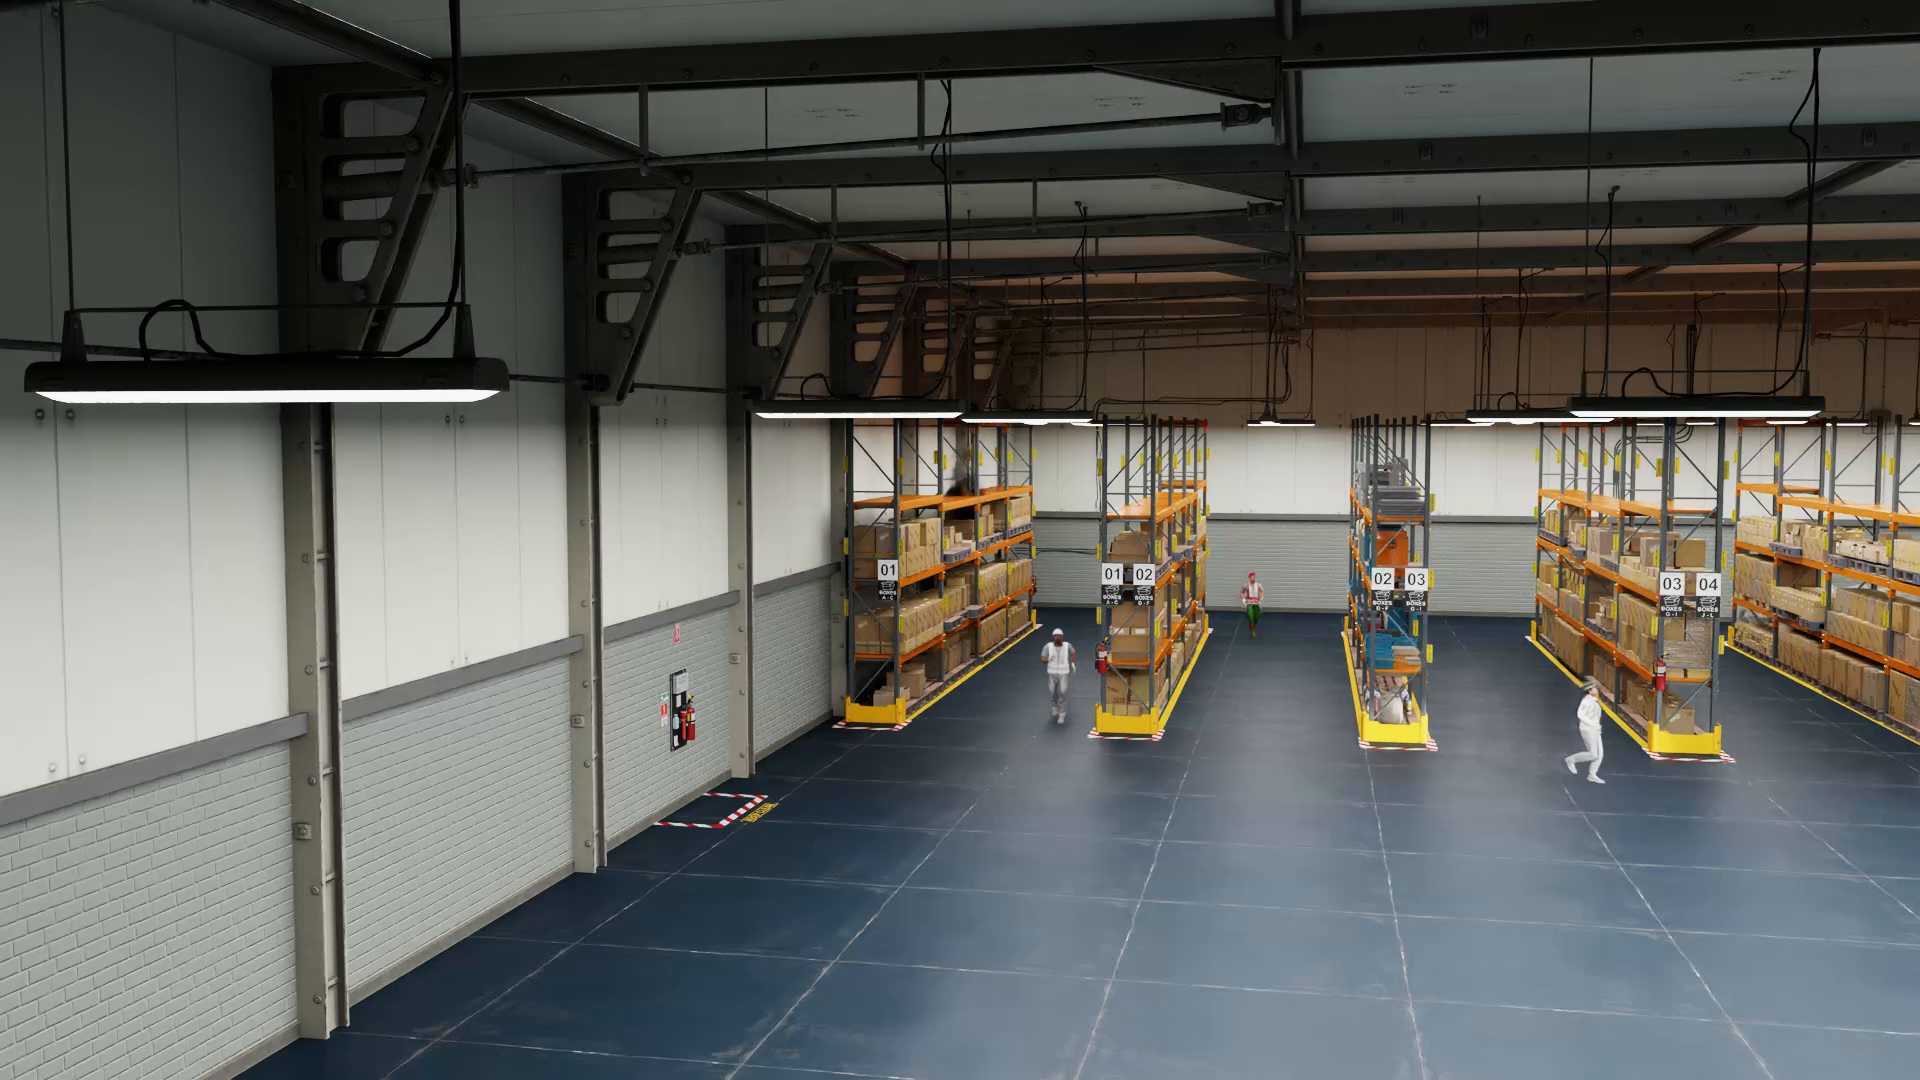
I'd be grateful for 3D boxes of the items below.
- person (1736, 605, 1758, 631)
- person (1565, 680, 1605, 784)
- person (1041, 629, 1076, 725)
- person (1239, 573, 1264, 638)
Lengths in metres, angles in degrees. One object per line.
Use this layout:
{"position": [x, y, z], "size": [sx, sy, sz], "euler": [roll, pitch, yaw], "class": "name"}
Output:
{"position": [21.285, 1.851, 44.911], "size": [0.822, 1.843, 0.667], "euler": [-1, 4, -9], "class": "person"}
{"position": [10.178, 3.099, 27.029], "size": [0.637, 1.683, 0.615], "euler": [3, 5, 36], "class": "person"}
{"position": [1.921, 2.640, 32.587], "size": [0.672, 1.814, 0.903], "euler": [1, 4, 8], "class": "person"}
{"position": [8.087, 1.786, 45.912], "size": [0.680, 1.775, 0.829], "euler": [0, 4, -5], "class": "person"}
